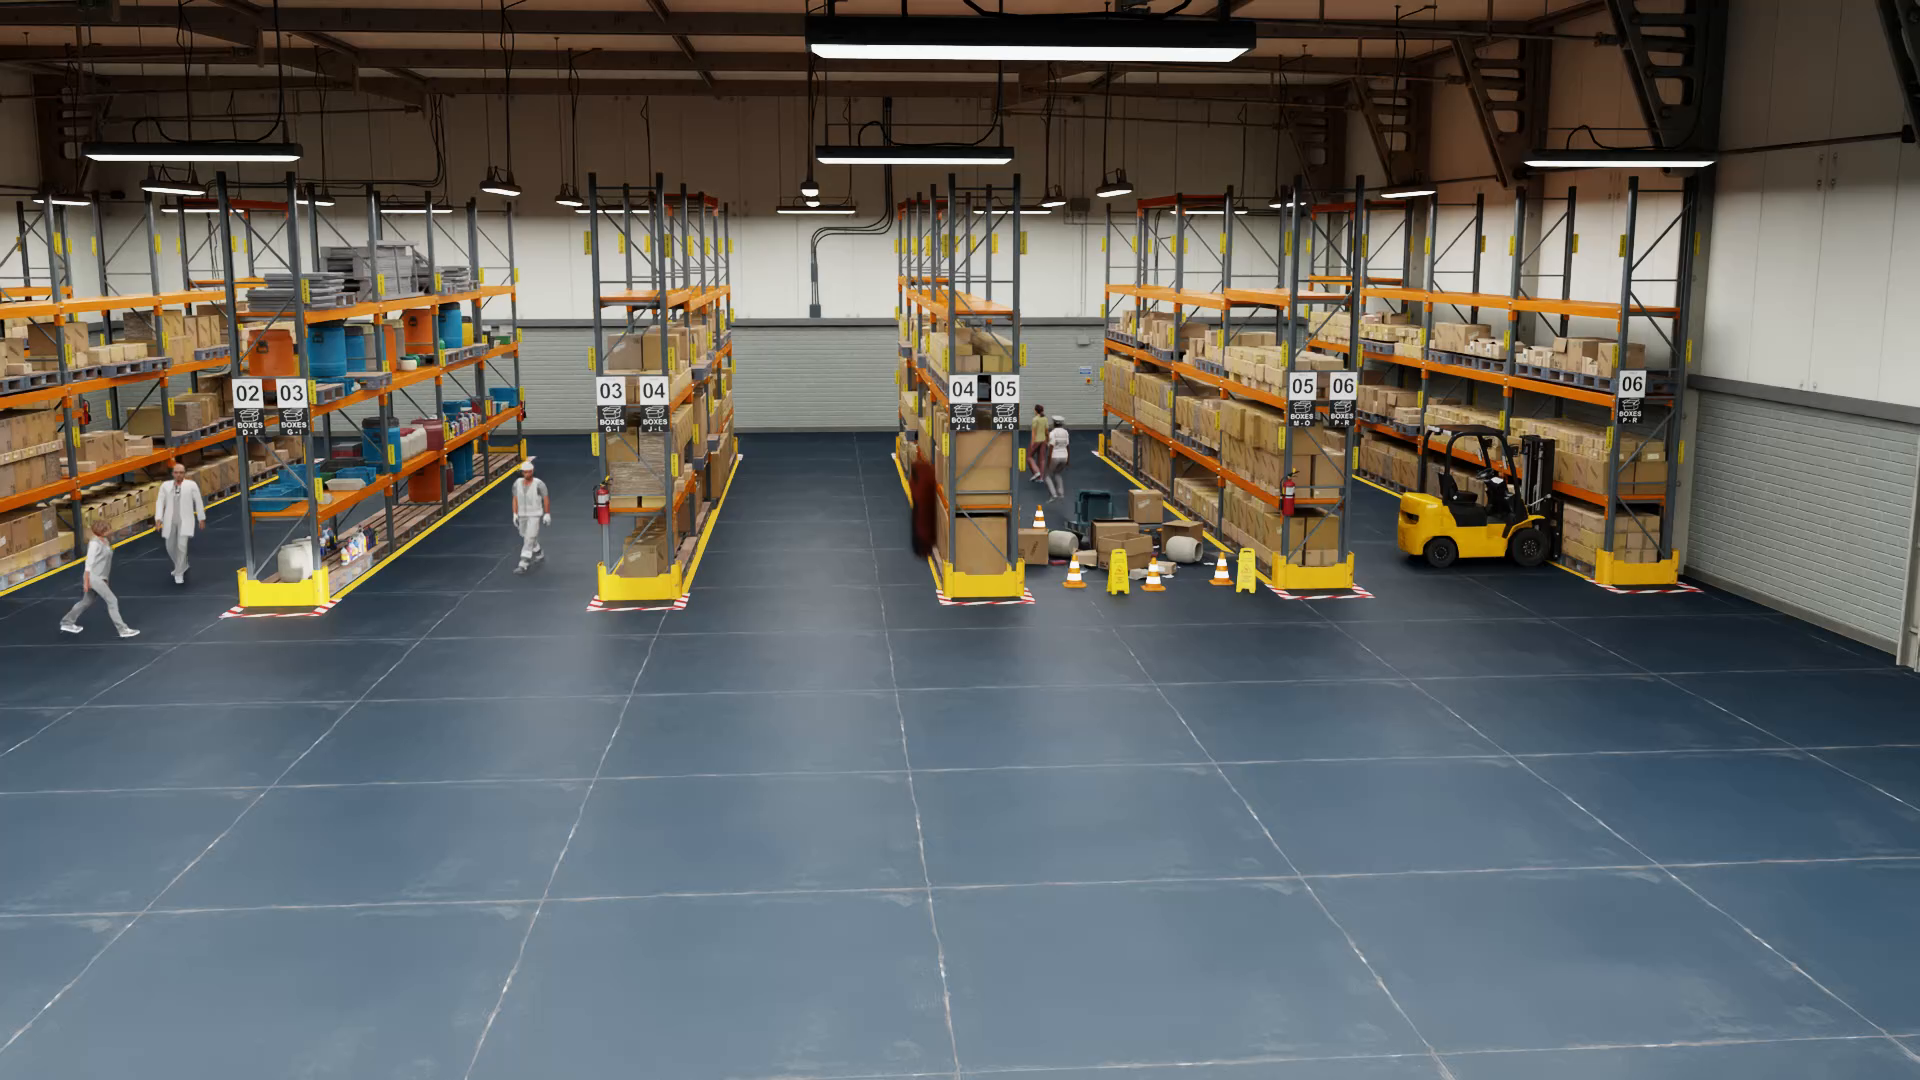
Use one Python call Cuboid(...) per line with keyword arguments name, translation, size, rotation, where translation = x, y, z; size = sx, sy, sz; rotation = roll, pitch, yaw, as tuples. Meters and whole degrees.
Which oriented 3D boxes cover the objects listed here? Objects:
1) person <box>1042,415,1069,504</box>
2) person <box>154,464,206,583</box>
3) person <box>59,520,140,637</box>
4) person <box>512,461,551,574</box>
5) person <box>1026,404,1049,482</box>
Cuboid(name="person", translation=(1.831, -1.526, 31.493), size=(0.501, 1.671, 0.404), rotation=(-6, 12, -30))
Cuboid(name="person", translation=(-11.829, -0.248, 25.243), size=(0.682, 1.821, 0.720), rotation=(-2, 10, -12))
Cuboid(name="person", translation=(-11.151, 0.494, 21.476), size=(1.024, 1.524, 0.427), rotation=(-1, 10, -8))
Cuboid(name="person", translation=(-6.706, -0.369, 25.821), size=(0.525, 1.716, 1.091), rotation=(2, 10, 14))
Cuboid(name="person", translation=(1.693, -2.066, 35.589), size=(0.487, 1.670, 0.461), rotation=(-7, 12, -34))
